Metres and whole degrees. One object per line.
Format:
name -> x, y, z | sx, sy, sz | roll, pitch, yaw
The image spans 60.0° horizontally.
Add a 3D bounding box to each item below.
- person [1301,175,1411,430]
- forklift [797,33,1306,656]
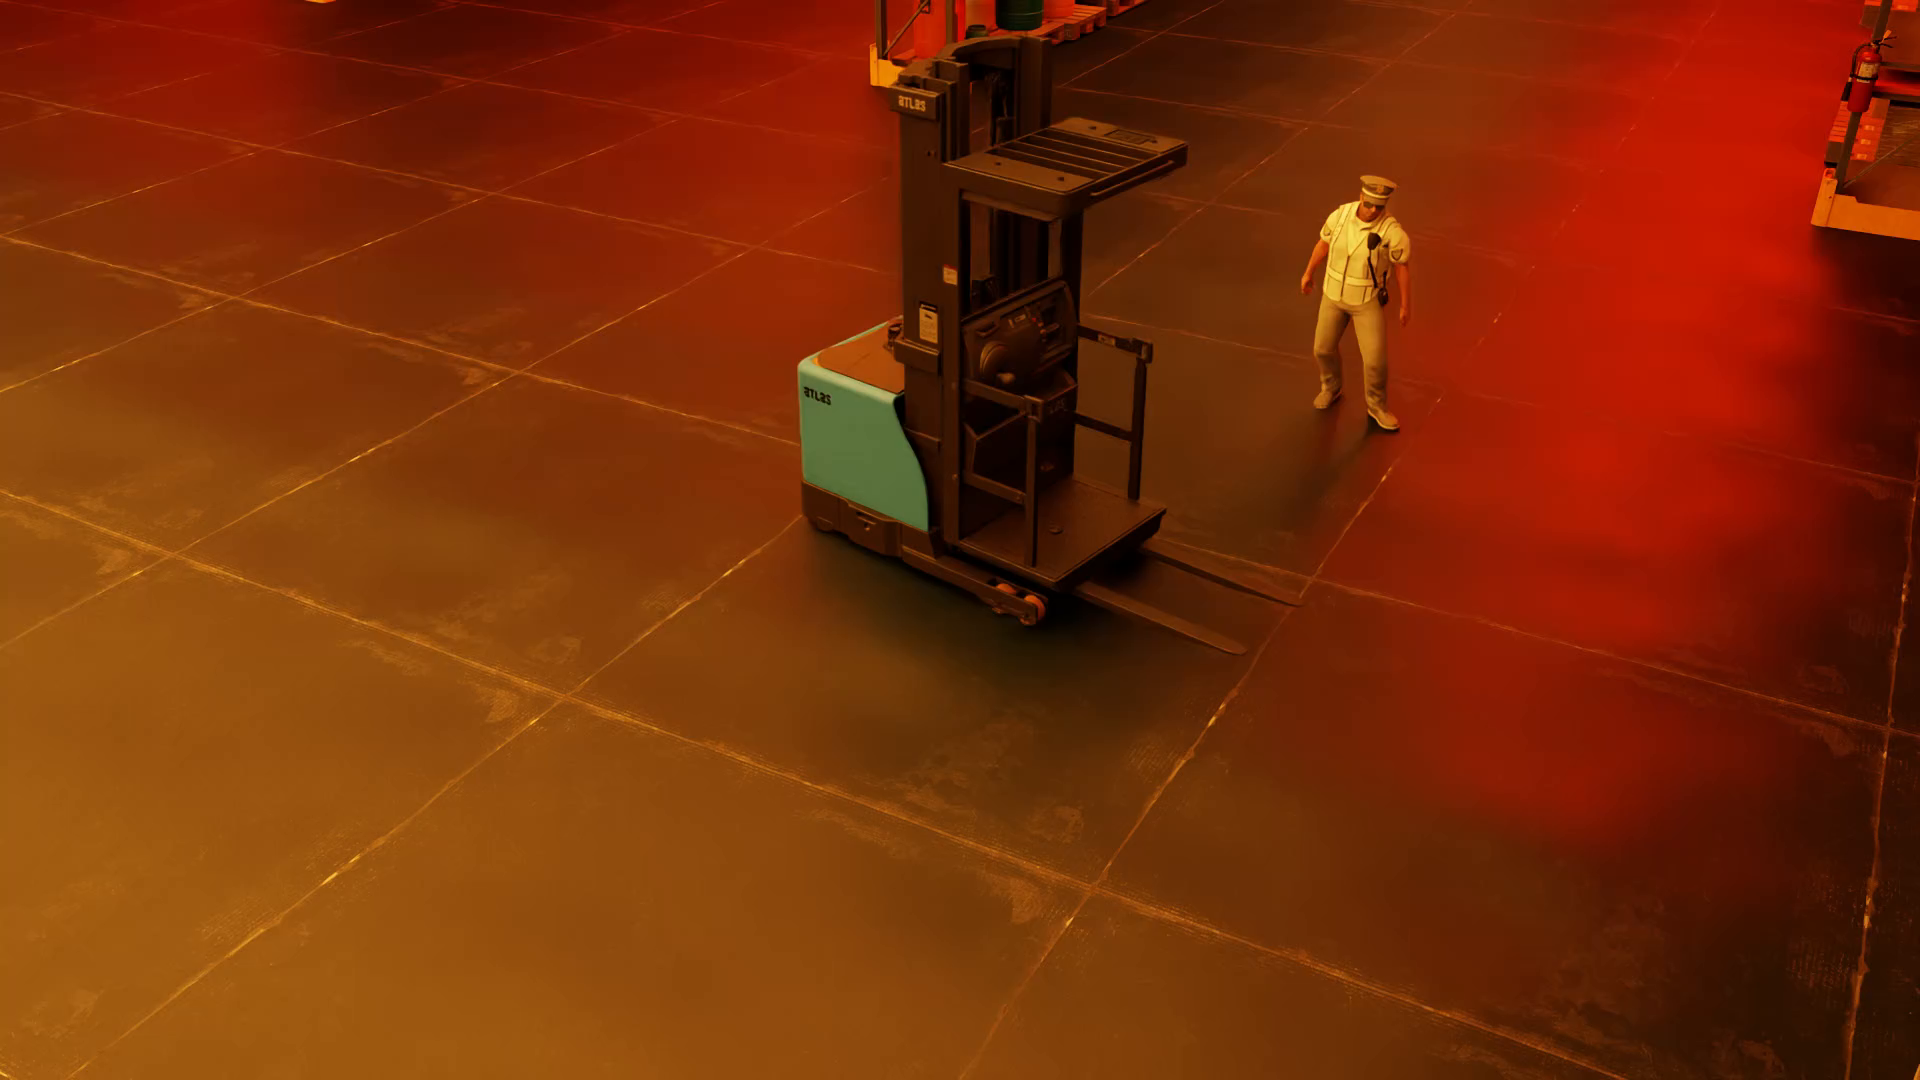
person -> 2.669, -1.632, 11.160 | 0.891, 1.724, 0.440 | 22, 36, 33
forklift -> 0.492, -1.095, 8.968 | 3.031, 2.935, 1.130 | 22, 37, 34
